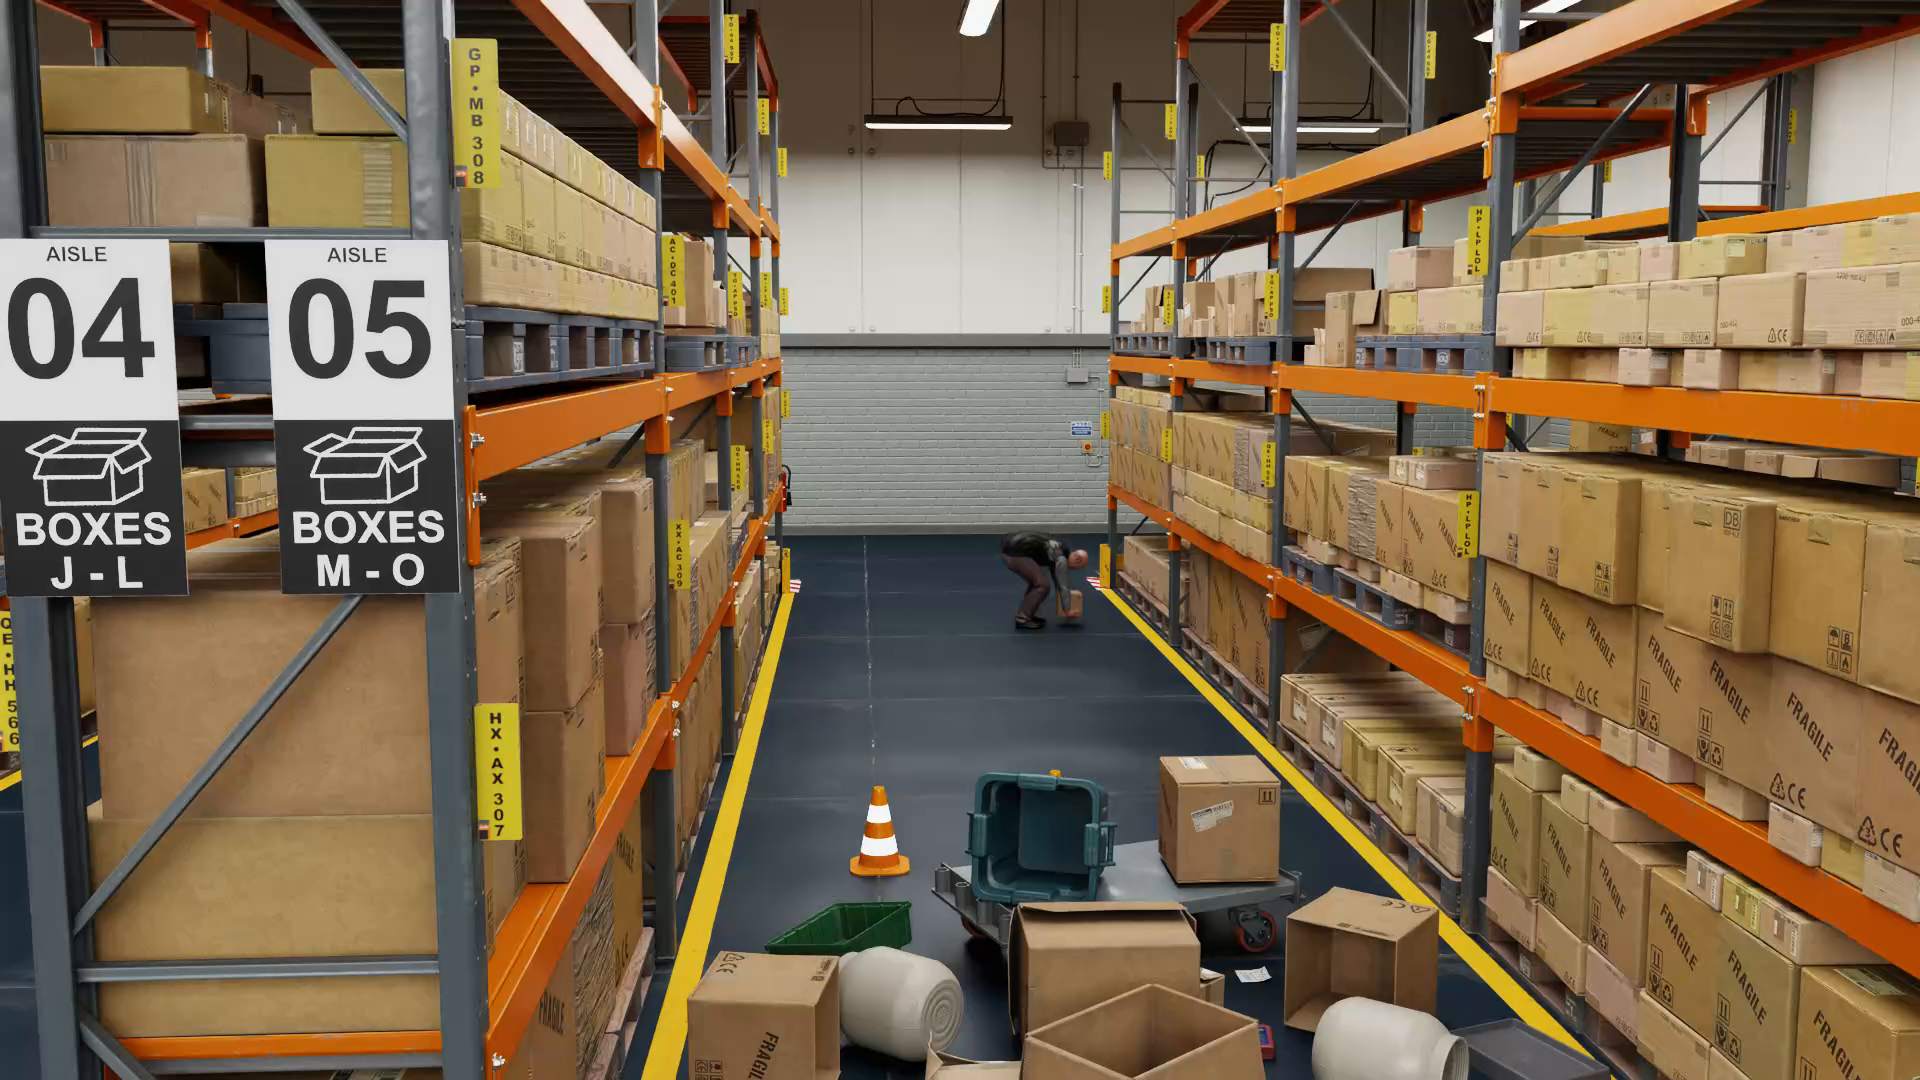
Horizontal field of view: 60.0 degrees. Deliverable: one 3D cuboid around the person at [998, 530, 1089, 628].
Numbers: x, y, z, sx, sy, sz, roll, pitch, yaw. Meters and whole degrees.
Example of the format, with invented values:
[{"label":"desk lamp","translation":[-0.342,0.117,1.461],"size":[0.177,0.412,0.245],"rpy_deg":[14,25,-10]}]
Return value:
[{"label":"person","translation":[0.885,0.399,17.476],"size":[0.948,1.015,0.490],"rpy_deg":[-1,7,-7]}]
